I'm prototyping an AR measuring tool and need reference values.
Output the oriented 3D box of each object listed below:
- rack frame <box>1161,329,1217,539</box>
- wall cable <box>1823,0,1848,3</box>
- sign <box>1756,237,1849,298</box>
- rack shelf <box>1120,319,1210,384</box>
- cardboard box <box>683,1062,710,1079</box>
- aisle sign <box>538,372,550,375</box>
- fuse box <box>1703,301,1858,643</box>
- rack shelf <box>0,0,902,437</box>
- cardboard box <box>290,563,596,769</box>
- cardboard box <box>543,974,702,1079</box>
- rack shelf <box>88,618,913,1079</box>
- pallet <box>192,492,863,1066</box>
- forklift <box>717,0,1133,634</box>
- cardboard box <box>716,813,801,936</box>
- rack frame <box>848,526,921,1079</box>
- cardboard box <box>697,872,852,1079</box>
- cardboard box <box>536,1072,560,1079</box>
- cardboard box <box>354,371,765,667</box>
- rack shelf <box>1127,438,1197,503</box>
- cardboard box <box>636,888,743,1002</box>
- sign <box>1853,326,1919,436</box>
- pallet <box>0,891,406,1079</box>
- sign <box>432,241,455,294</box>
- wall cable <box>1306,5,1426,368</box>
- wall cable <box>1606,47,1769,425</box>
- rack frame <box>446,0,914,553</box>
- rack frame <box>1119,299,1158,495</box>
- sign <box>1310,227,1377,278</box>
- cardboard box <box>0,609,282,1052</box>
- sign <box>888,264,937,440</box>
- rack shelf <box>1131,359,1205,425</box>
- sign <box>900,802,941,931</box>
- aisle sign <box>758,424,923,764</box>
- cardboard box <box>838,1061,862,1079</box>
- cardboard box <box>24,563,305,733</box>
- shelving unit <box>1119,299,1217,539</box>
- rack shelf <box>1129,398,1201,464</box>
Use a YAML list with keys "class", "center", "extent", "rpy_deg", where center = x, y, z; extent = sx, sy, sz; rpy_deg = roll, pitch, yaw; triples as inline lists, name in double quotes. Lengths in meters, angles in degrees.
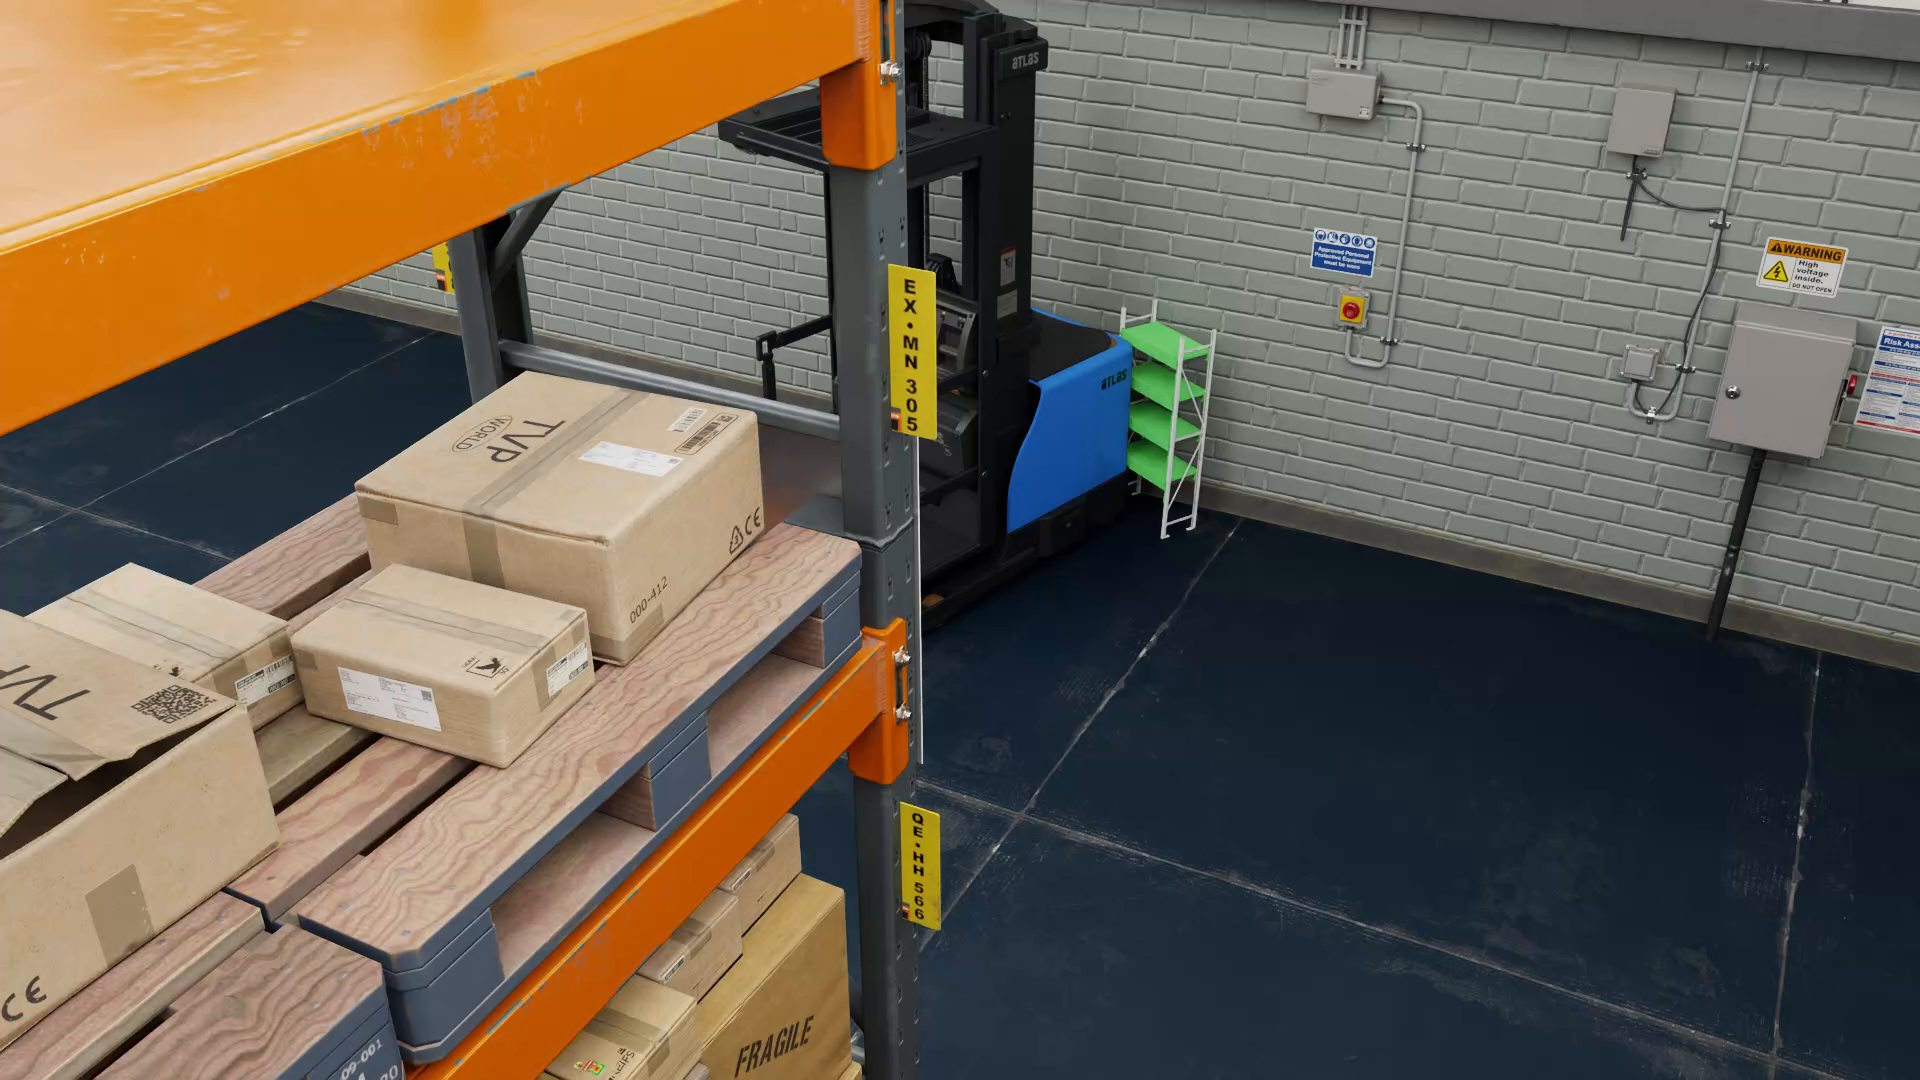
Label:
- class: "rack frame"
  center: [1.236, -0.559, 9.016]
  extent: [0.240, 1.200, 0.015]
  rpy_deg: [-17, 35, -29]
- class: "wall cable"
  center: [4.907, -3.198, 5.746]
  extent: [2.988, 3.039, 0.133]
  rpy_deg: [14, 33, 23]
- class: "sign"
  center: [3.832, -1.242, 7.571]
  extent: [0.339, 0.242, 0.001]
  rpy_deg: [14, 33, 23]
- class: "rack shelf"
  center: [1.111, -1.024, 8.984]
  extent: [0.258, 0.148, 0.480]
  rpy_deg: [-17, 35, -29]
- class: "cardboard box"
  center: [-0.785, 1.214, 3.020]
  extent: [0.500, 0.500, 0.500]
  rpy_deg: [14, 33, 23]
- class: "aisle sign"
  center: [-0.790, -0.041, 3.698]
  extent: [0.394, 0.787, 0.004]
  rpy_deg: [14, 33, 23]
- class: "fuse box"
  center: [3.787, -0.221, 7.916]
  extent: [0.539, 1.711, 0.414]
  rpy_deg: [14, 33, 23]
- class: "rack shelf"
  center: [-1.476, -0.045, 1.416]
  extent: [1.077, 0.370, 4.000]
  rpy_deg: [14, 33, 23]
- class: "cardboard box"
  center: [-0.810, 0.191, 2.623]
  extent: [0.380, 0.149, 0.250]
  rpy_deg: [12, 32, 19]
- class: "cardboard box"
  center: [-0.687, 0.882, 2.946]
  extent: [0.380, 0.149, 0.250]
  rpy_deg: [14, 33, 23]
- class: "rack shelf"
  center: [-1.476, 1.082, 2.063]
  extent: [1.077, 0.370, 4.000]
  rpy_deg: [14, 33, 23]
- class: "pallet"
  center: [-0.894, 0.253, 2.874]
  extent: [1.003, 0.211, 1.213]
  rpy_deg: [14, 33, 23]
- class: "forklift"
  center: [-0.429, -1.046, 8.128]
  extent: [1.130, 2.935, 3.031]
  rpy_deg: [25, 38, 37]
- class: "cardboard box"
  center: [-0.550, 0.631, 3.384]
  extent: [0.380, 0.149, 0.250]
  rpy_deg: [15, 33, 24]
- class: "rack frame"
  center: [-0.565, 1.184, 4.175]
  extent: [1.000, 3.000, 0.127]
  rpy_deg: [14, 33, 23]
- class: "cardboard box"
  center: [-0.573, 0.975, 3.435]
  extent: [0.500, 0.500, 0.500]
  rpy_deg: [15, 33, 25]
- class: "cardboard box"
  center: [-0.838, 0.985, 2.768]
  extent: [0.380, 0.149, 0.250]
  rpy_deg: [15, 33, 24]
- class: "cardboard box"
  center: [-0.690, -0.057, 2.953]
  extent: [0.500, 0.250, 0.500]
  rpy_deg: [11, 32, 19]
- class: "rack shelf"
  center: [1.093, -0.399, 9.342]
  extent: [0.258, 0.148, 0.480]
  rpy_deg: [-17, 35, -29]
- class: "cardboard box"
  center: [-0.644, 0.749, 3.178]
  extent: [0.380, 0.149, 0.250]
  rpy_deg: [15, 33, 24]
- class: "sign"
  center: [4.321, -0.718, 7.583]
  extent: [0.329, 0.494, 0.001]
  rpy_deg: [14, 33, 23]
- class: "pallet"
  center: [-1.448, 0.796, 1.928]
  extent: [1.003, 0.211, 1.213]
  rpy_deg: [14, 33, 23]
- class: "sign"
  center: [-1.056, -0.658, 3.415]
  extent: [0.100, 0.325, 0.005]
  rpy_deg: [14, 33, 23]
- class: "wall cable"
  center: [1.983, -1.775, 8.277]
  extent: [0.585, 1.953, 0.123]
  rpy_deg: [14, 33, 23]
- class: "wall cable"
  center: [3.251, -1.445, 7.733]
  extent: [0.588, 1.984, 0.122]
  rpy_deg: [14, 33, 23]
- class: "rack frame"
  center: [-0.565, -1.417, 2.681]
  extent: [1.000, 3.000, 0.127]
  rpy_deg: [14, 33, 23]
- class: "rack frame"
  center: [0.965, -0.767, 9.365]
  extent: [0.240, 1.200, 0.015]
  rpy_deg: [-17, 35, -29]
- class: "sign"
  center: [1.968, -1.476, 8.536]
  extent: [0.327, 0.218, 0.001]
  rpy_deg: [14, 33, 23]
- class: "cardboard box"
  center: [-1.291, 0.349, 2.185]
  extent: [0.500, 0.311, 0.500]
  rpy_deg: [15, 33, 24]
- class: "sign"
  center: [-0.088, -0.337, 3.002]
  extent: [0.100, 0.325, 0.005]
  rpy_deg: [14, 33, 23]
- class: "rack shelf"
  center: [1.105, -0.816, 9.103]
  extent: [0.258, 0.148, 0.480]
  rpy_deg: [-17, 35, -29]
- class: "sign"
  center: [-0.088, 0.709, 3.603]
  extent: [0.100, 0.325, 0.005]
  rpy_deg: [14, 33, 23]
- class: "aisle sign"
  center: [-0.256, 0.096, 3.461]
  extent: [0.394, 0.787, 0.004]
  rpy_deg: [14, 33, 23]
- class: "cardboard box"
  center: [-0.549, 1.415, 3.673]
  extent: [0.500, 0.500, 0.500]
  rpy_deg: [14, 33, 24]
- class: "cardboard box"
  center: [-1.265, 0.197, 2.612]
  extent: [0.380, 0.149, 0.250]
  rpy_deg: [16, 33, 25]
- class: "shelving unit"
  center: [1.101, -0.663, 9.191]
  extent: [0.258, 1.200, 0.503]
  rpy_deg: [-17, 35, -29]
- class: "rack shelf"
  center: [1.099, -0.608, 9.223]
  extent: [0.258, 0.148, 0.480]
  rpy_deg: [-17, 35, -29]
